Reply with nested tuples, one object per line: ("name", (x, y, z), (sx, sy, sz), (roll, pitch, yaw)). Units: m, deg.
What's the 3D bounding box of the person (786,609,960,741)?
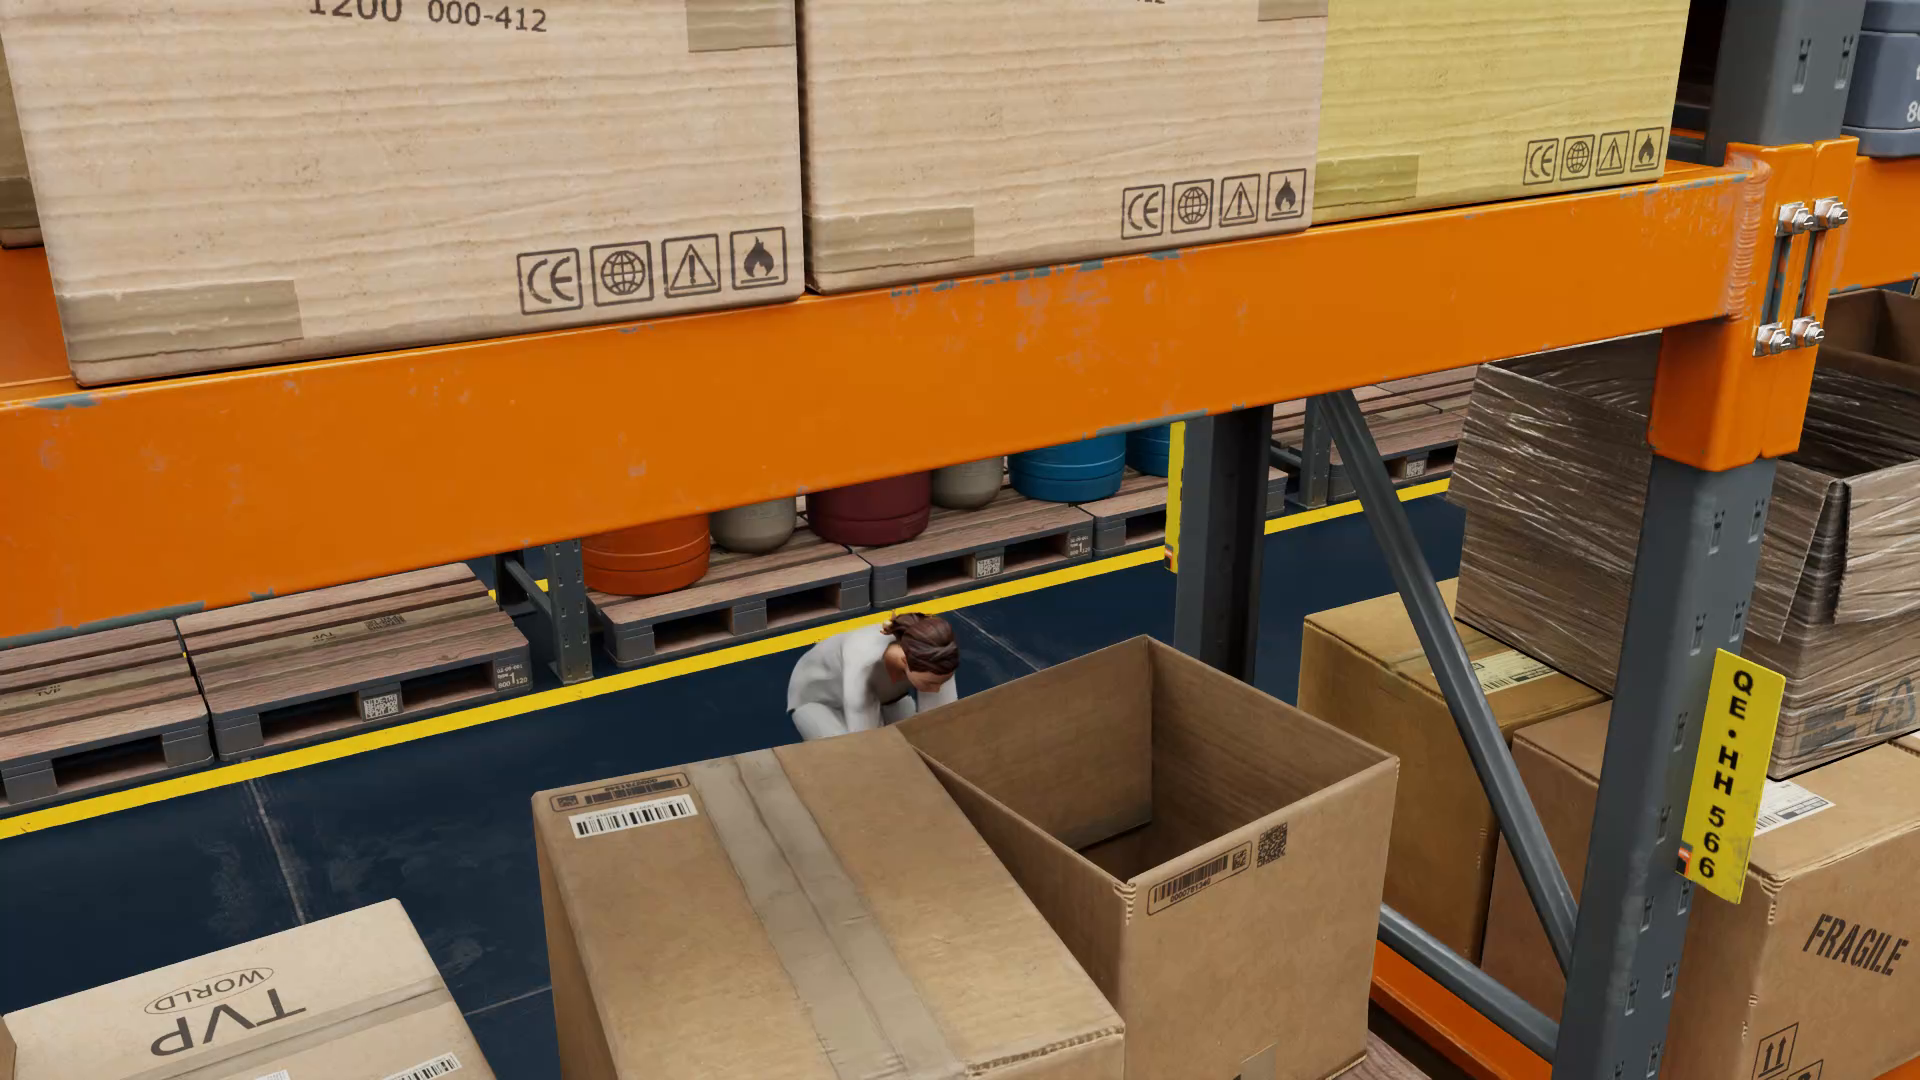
("person", (-0.266, 0.614, 5.531), (0.455, 0.958, 0.794), (-13, 25, -30))
